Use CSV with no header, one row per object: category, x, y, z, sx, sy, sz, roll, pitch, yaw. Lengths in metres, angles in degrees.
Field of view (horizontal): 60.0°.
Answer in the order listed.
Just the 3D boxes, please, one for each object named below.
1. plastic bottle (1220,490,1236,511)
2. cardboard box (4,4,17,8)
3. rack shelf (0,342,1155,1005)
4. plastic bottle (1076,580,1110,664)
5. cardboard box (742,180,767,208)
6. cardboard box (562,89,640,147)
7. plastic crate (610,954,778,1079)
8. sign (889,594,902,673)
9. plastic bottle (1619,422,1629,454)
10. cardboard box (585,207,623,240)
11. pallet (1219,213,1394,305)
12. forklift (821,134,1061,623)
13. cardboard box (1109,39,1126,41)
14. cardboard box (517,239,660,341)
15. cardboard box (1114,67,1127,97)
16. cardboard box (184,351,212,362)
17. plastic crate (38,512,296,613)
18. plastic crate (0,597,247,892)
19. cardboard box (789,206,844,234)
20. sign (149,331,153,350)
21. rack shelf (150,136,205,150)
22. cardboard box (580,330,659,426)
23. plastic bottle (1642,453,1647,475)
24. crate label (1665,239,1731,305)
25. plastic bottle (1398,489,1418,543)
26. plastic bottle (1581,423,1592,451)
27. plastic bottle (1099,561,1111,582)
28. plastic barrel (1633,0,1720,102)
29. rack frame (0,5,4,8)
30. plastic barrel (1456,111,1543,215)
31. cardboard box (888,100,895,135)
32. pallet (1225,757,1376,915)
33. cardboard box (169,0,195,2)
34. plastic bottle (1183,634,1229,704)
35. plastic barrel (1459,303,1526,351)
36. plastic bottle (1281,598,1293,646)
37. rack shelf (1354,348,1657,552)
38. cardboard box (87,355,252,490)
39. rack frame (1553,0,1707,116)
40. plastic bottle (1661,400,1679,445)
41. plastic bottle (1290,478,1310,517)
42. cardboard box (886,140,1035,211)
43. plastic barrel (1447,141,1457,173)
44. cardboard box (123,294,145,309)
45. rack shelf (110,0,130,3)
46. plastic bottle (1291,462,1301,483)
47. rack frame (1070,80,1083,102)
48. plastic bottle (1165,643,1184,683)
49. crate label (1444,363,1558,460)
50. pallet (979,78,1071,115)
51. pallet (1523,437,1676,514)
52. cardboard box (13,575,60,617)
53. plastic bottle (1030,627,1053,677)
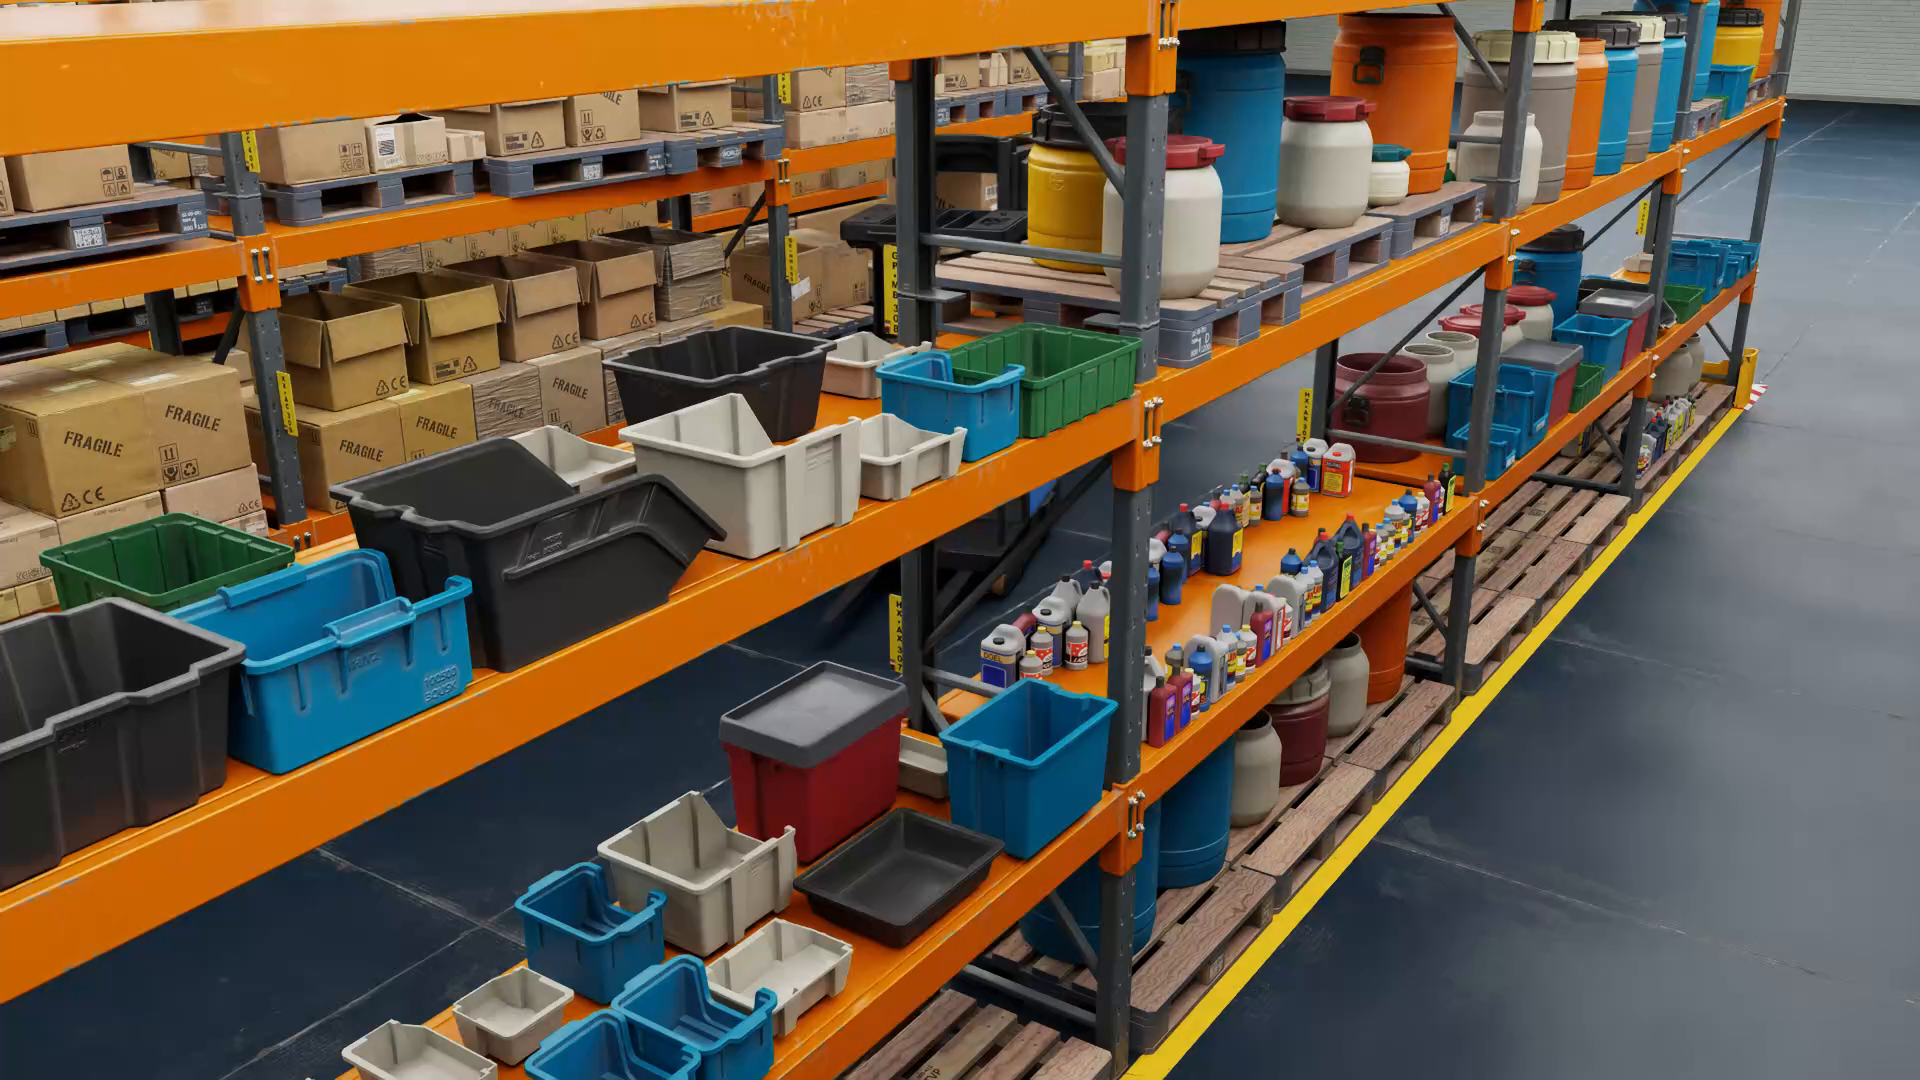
plastic bottle,1.350,-0.123,8.458,0.097,0.271,0.097,0,20,0
cardboard box,-12.320,-6.684,21.066,0.500,0.311,0.500,12,24,30
rack shelf,-0.905,0.115,4.344,1.077,0.370,4.000,13,24,32
plastic bottle,0.585,0.334,7.109,0.144,0.351,0.185,13,24,32
cardboard box,-2.536,-4.120,18.863,0.875,0.550,0.550,13,24,32
cardboard box,-2.324,-2.700,10.167,0.500,0.500,0.500,15,25,35
plastic crate,-0.709,1.338,4.479,0.416,0.233,0.300,13,24,32
sign,-0.235,0.373,6.535,0.100,0.325,0.005,13,24,32
plastic bottle,5.394,-0.828,13.363,0.144,0.351,0.185,13,24,32
cardboard box,-3.781,-3.347,16.846,0.500,0.500,0.500,13,24,31
pallet,1.214,-1.278,7.344,1.003,0.211,1.213,13,24,32
forklift,-0.124,-1.141,11.125,1.130,2.935,3.031,6,21,15
cardboard box,1.662,-4.841,16.346,0.380,0.149,0.250,13,24,31
cardboard box,-2.421,-1.628,10.751,0.797,0.503,0.637,14,24,33
cardboard box,1.378,-4.219,15.241,0.500,0.250,0.500,13,24,31
cardboard box,-6.415,-1.339,13.477,0.500,0.250,0.500,14,24,33
plastic crate,-1.711,0.112,3.620,0.450,0.188,0.336,13,24,32
plastic crate,-1.582,0.356,2.842,0.497,0.269,0.590,13,24,32
cardboard box,-1.996,-3.535,19.955,0.875,0.875,0.875,13,24,31
sign,-4.331,-0.964,8.994,0.100,0.325,0.005,13,24,32
rack shelf,-6.798,-2.995,12.752,1.077,0.370,4.000,13,24,32
cardboard box,-2.275,-1.069,10.686,0.500,0.500,0.500,12,24,30
plastic bottle,5.315,-0.614,13.000,0.097,0.201,0.097,0,20,0
crate label,6.154,-2.268,14.023,0.502,0.435,0.616,13,24,32
plastic bottle,2.274,-0.126,8.467,0.097,0.271,0.097,0,20,0
plastic bottle,5.085,-0.888,13.634,0.152,0.276,0.135,13,24,32
plastic bottle,0.662,0.243,7.463,0.152,0.276,0.135,13,24,32
plastic barrel,5.364,-3.789,12.532,0.600,0.901,0.708,13,24,32
rack frame,-9.824,-6.250,16.189,1.000,3.000,0.127,13,24,32
plastic barrel,2.896,-2.026,8.933,0.421,0.512,0.421,0,20,0
cardboard box,-0.584,-3.222,12.543,0.500,0.250,0.500,14,24,33
pallet,1.373,1.353,8.302,1.003,0.211,1.213,13,24,32
cardboard box,-8.352,-5.863,18.359,0.500,0.250,0.500,14,24,33
plastic bottle,1.000,0.505,6.755,0.152,0.276,0.135,13,24,32
plastic barrel,3.585,-1.306,11.277,0.433,0.535,0.433,0,20,0
plastic bottle,1.403,0.351,7.277,0.097,0.201,0.097,0,20,0
rack shelf,3.592,-0.774,11.070,1.077,0.370,4.000,13,24,32
cardboard box,-3.914,-0.592,8.249,0.500,0.500,0.500,14,25,33
rack frame,4.716,-4.499,11.456,1.000,3.000,0.127,13,24,32
plastic bottle,5.858,-0.976,13.763,0.144,0.351,0.185,13,24,31
plastic bottle,1.811,-0.231,8.853,0.097,0.201,0.097,0,20,0
cardboard box,0.058,-2.929,14.388,1.000,1.000,1.000,13,24,32
plastic barrel,2.990,-2.290,10.007,0.301,0.262,0.301,0,20,0
cardboard box,-6.447,-1.902,12.839,0.380,0.149,0.250,12,23,29
rack shelf,-2.753,-3.218,9.607,1.077,0.370,4.000,13,24,32
plastic bottle,1.815,-0.327,9.112,0.097,0.201,0.097,0,20,0
rack frame,0.620,-2.651,15.108,1.000,3.000,0.127,13,24,32
plastic bottle,0.887,0.521,6.819,0.097,0.201,0.097,0,20,0
crate label,3.250,-0.786,10.016,0.502,0.435,0.616,13,24,32
pallet,0.185,-3.813,14.197,1.213,0.211,1.003,13,24,32
pallet,5.128,-0.562,13.479,1.003,0.211,1.213,13,24,32
cardboard box,-4.356,0.209,7.738,0.380,0.149,0.250,14,24,33
plastic bottle,0.341,0.462,6.977,0.097,0.201,0.097,0,20,0
